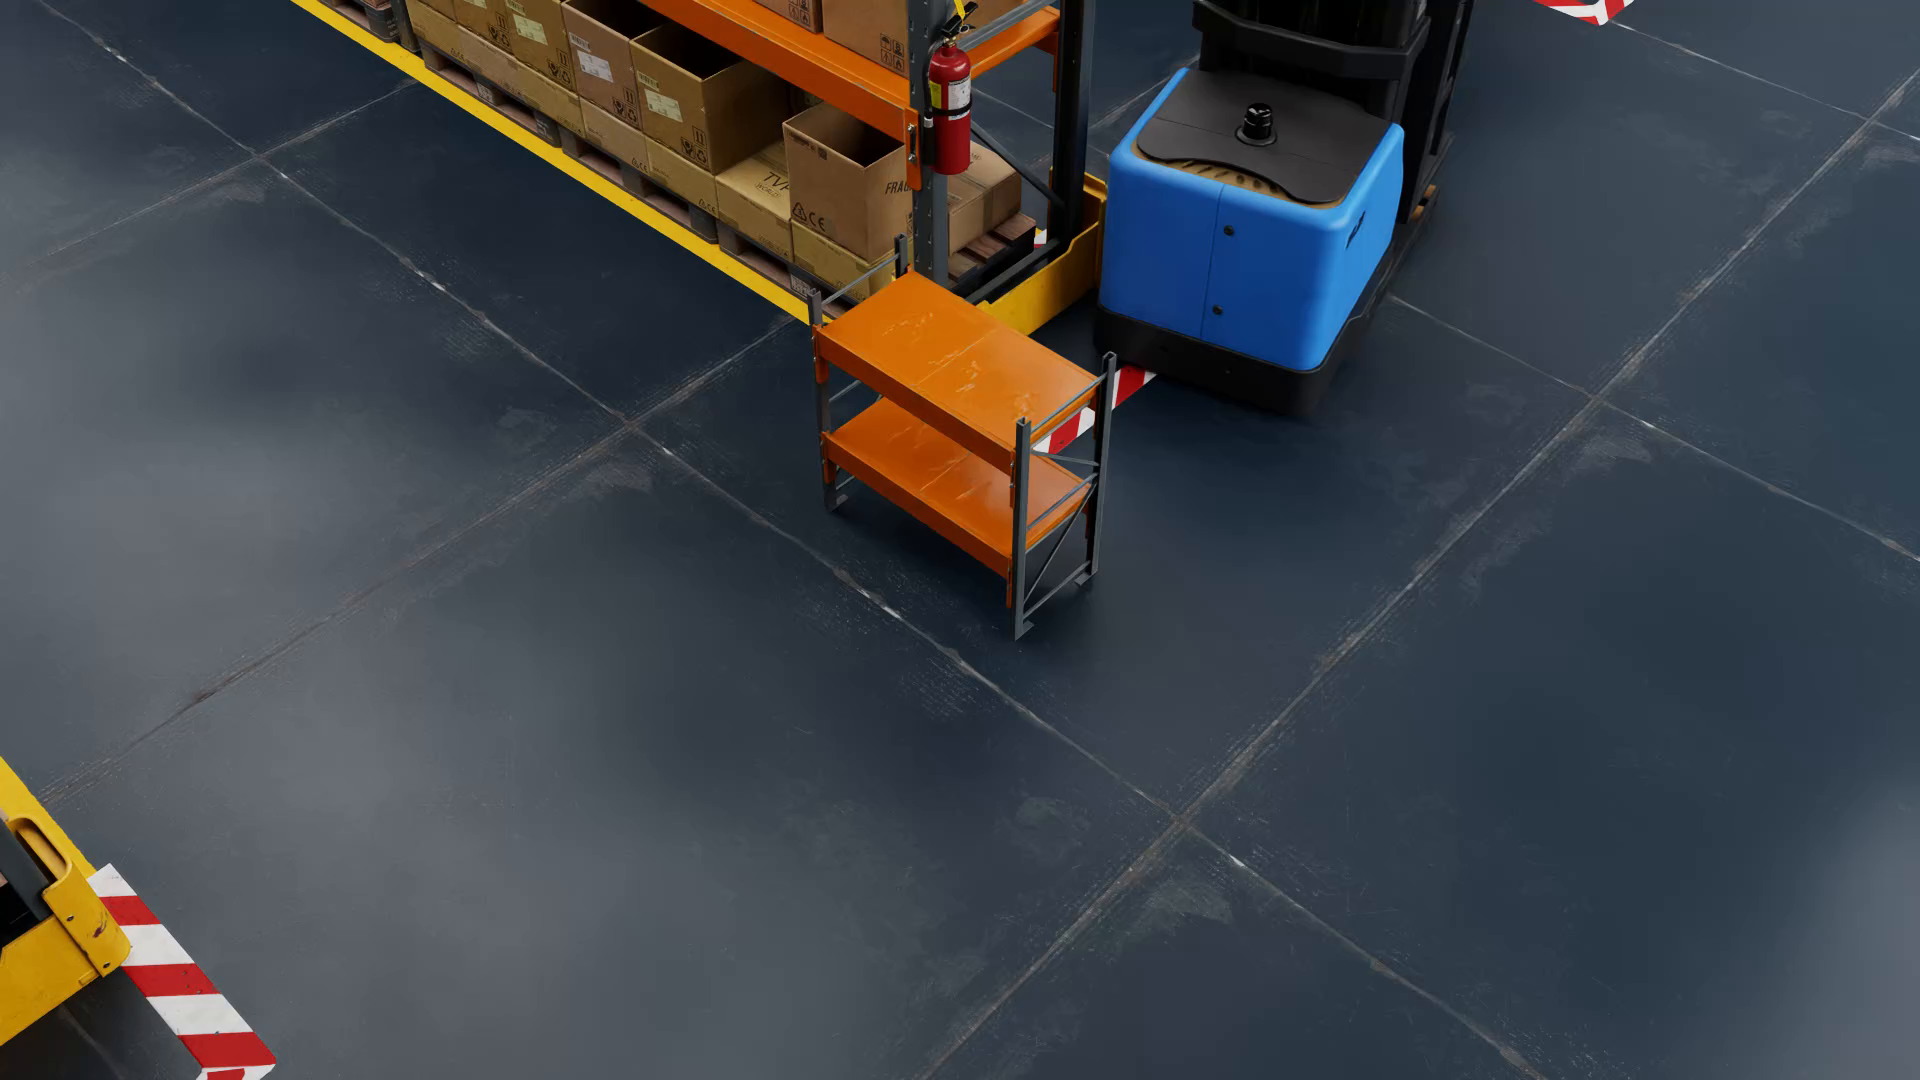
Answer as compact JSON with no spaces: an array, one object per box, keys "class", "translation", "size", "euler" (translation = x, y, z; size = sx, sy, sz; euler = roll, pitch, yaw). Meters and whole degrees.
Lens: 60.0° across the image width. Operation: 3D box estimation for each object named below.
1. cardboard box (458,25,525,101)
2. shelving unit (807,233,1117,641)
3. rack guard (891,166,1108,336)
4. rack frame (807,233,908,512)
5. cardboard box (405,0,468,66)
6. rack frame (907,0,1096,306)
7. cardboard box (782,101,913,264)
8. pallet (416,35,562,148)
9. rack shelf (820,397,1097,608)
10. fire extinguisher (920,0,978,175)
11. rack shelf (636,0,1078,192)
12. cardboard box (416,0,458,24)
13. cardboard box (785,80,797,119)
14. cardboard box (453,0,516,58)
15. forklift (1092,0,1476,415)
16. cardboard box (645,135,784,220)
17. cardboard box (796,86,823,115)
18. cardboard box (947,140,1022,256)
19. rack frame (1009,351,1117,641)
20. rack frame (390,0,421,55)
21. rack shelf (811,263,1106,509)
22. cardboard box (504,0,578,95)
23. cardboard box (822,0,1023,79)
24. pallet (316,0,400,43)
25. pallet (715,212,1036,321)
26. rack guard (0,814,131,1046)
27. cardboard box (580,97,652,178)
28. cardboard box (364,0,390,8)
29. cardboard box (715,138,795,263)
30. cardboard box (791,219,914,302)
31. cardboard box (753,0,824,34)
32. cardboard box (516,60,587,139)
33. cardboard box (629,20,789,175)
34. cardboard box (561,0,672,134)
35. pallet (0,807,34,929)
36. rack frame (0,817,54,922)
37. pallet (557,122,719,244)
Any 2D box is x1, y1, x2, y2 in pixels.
[{"class":"cardboard box","translation":[-2.256,-2.599,8.731],"size":[0.500,0.250,0.500],"euler":[34,55,28]},{"class":"shelving unit","translation":[-0.005,-0.388,6.343],"size":[1.048,1.125,0.538],"euler":[34,55,28]},{"class":"rack guard","translation":[0.201,-1.193,7.527],"size":[0.348,0.500,1.175],"euler":[34,55,28]},{"class":"rack frame","translation":[-0.379,-0.640,6.579],"size":[0.032,1.125,0.500],"euler":[34,55,28]},{"class":"cardboard box","translation":[-2.620,-2.849,8.965],"size":[0.500,0.250,0.500],"euler":[34,55,28]},{"class":"rack frame","translation":[0.184,-2.060,6.627],"size":[0.127,3.000,1.000],"euler":[34,55,28]},{"class":"cardboard box","translation":[-0.412,-1.625,7.302],"size":[0.500,0.500,0.500],"euler":[34,55,28]},{"class":"pallet","translation":[-2.200,-2.668,9.110],"size":[1.213,0.211,1.003],"euler":[34,55,28]},{"class":"rack shelf","translation":[-0.005,-0.221,6.521],"size":[1.000,0.278,0.538],"euler":[34,55,28]},{"class":"fire extinguisher","translation":[-0.044,-1.726,6.366],"size":[0.183,0.674,0.296],"euler":[34,55,28]},{"class":"rack shelf","translation":[-1.286,-2.803,7.817],"size":[4.000,0.370,1.077],"euler":[34,55,28]},{"class":"cardboard box","translation":[-2.627,-3.100,8.687],"size":[0.500,0.500,0.500],"euler":[34,55,28]},{"class":"cardboard box","translation":[-0.804,-2.390,8.020],"size":[0.500,0.500,0.500],"euler":[34,55,28]},{"class":"cardboard box","translation":[-2.254,-2.857,8.459],"size":[0.500,0.500,0.500],"euler":[34,55,28]},{"class":"forklift","translation":[1.725,-2.619,7.199],"size":[1.130,2.935,3.031],"euler":[21,50,18]},{"class":"cardboard box","translation":[-1.155,-1.857,8.034],"size":[0.500,0.250,0.500],"euler":[34,55,28]},{"class":"cardboard box","translation":[-0.428,-2.150,7.795],"size":[0.500,0.500,0.500],"euler":[34,55,28]},{"class":"cardboard box","translation":[-0.059,-1.647,7.837],"size":[0.500,0.250,0.500],"euler":[34,55,28]},{"class":"rack frame","translation":[0.369,-0.137,6.107],"size":[0.032,1.125,0.500],"euler":[34,55,28]},{"class":"rack frame","translation":[-2.756,-4.038,8.484],"size":[0.127,3.000,1.000],"euler":[34,55,28]},{"class":"rack shelf","translation":[-0.005,-0.589,6.130],"size":[1.000,0.278,0.538],"euler":[34,55,28]},{"class":"cardboard box","translation":[-1.892,-2.606,8.223],"size":[0.500,0.500,0.500],"euler":[34,55,28]},{"class":"cardboard box","translation":[-0.151,-2.332,6.813],"size":[0.500,0.500,0.700],"euler":[34,55,28]},{"class":"pallet","translation":[-3.323,-3.427,9.823],"size":[1.213,0.211,1.003],"euler":[34,55,28]},{"class":"pallet","translation":[-0.407,-1.461,7.977],"size":[1.213,0.211,1.003],"euler":[34,55,28]},{"class":"rack guard","translation":[-3.229,1.414,5.080],"size":[0.348,0.500,1.175],"euler":[34,55,28]},{"class":"cardboard box","translation":[-1.521,-2.105,8.267],"size":[0.500,0.250,0.500],"euler":[34,55,28]},{"class":"cardboard box","translation":[-3.257,-3.290,9.380],"size":[0.500,0.250,0.500],"euler":[33,55,27]},{"class":"cardboard box","translation":[-0.786,-1.610,7.802],"size":[0.500,0.250,0.500],"euler":[34,55,28]},{"class":"cardboard box","translation":[-0.411,-1.370,7.576],"size":[0.500,0.250,0.500],"euler":[34,55,28]},{"class":"cardboard box","translation":[-0.540,-2.589,7.055],"size":[0.500,0.500,0.700],"euler":[35,56,29]},{"class":"cardboard box","translation":[-1.893,-2.349,8.496],"size":[0.500,0.250,0.500],"euler":[34,55,28]},{"class":"cardboard box","translation":[-1.157,-2.112,7.759],"size":[0.500,0.500,0.500],"euler":[34,55,28]},{"class":"cardboard box","translation":[-1.523,-2.360,7.992],"size":[0.500,0.500,0.500],"euler":[34,55,28]},{"class":"pallet","translation":[-3.802,1.092,5.580],"size":[1.213,0.211,1.003],"euler":[34,55,28]},{"class":"rack frame","translation":[-3.173,0.596,4.133],"size":[0.127,3.000,1.000],"euler":[34,55,28]},{"class":"pallet","translation":[-1.299,-2.065,8.544],"size":[1.213,0.211,1.003],"euler":[34,55,28]}]
